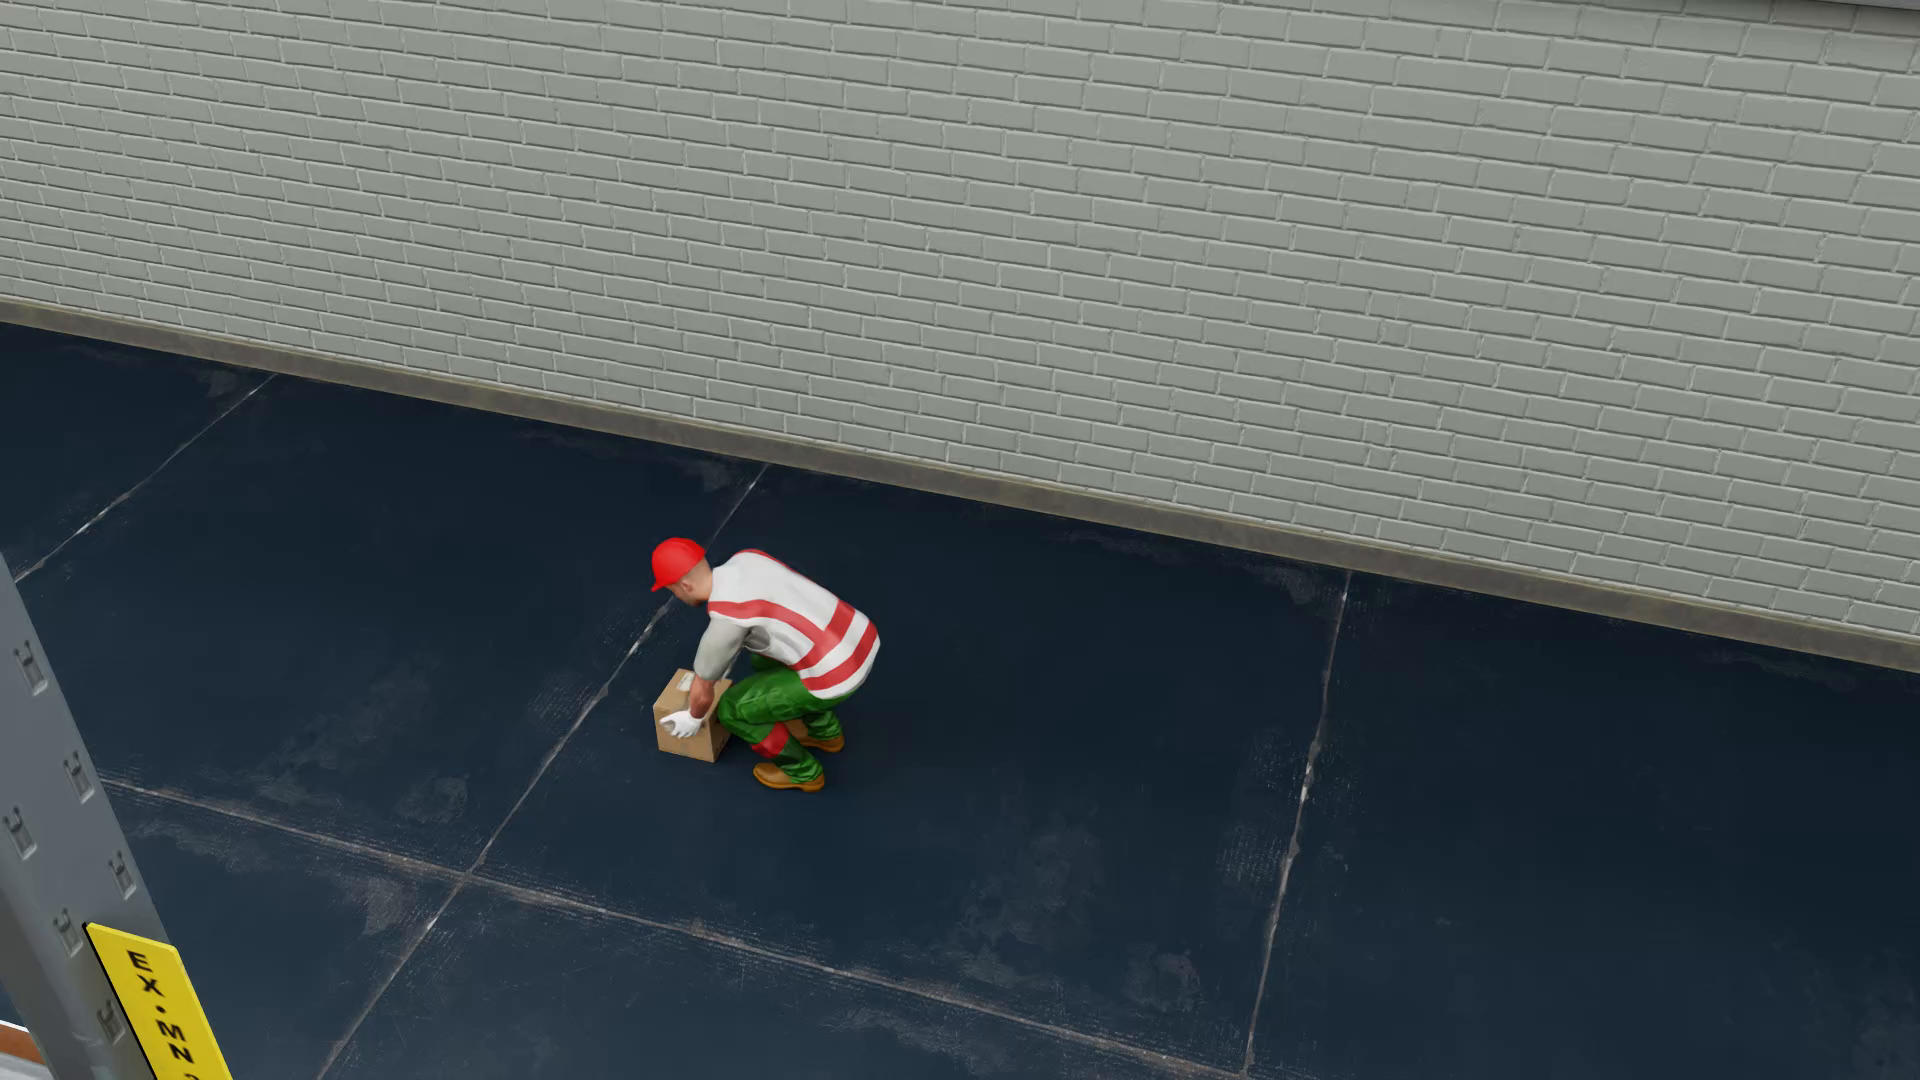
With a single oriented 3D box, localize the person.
[{"bbox_3d":[-0.763,0.484,6.567,0.866,1.091,0.579,11,38,14],"label":"person"}]
